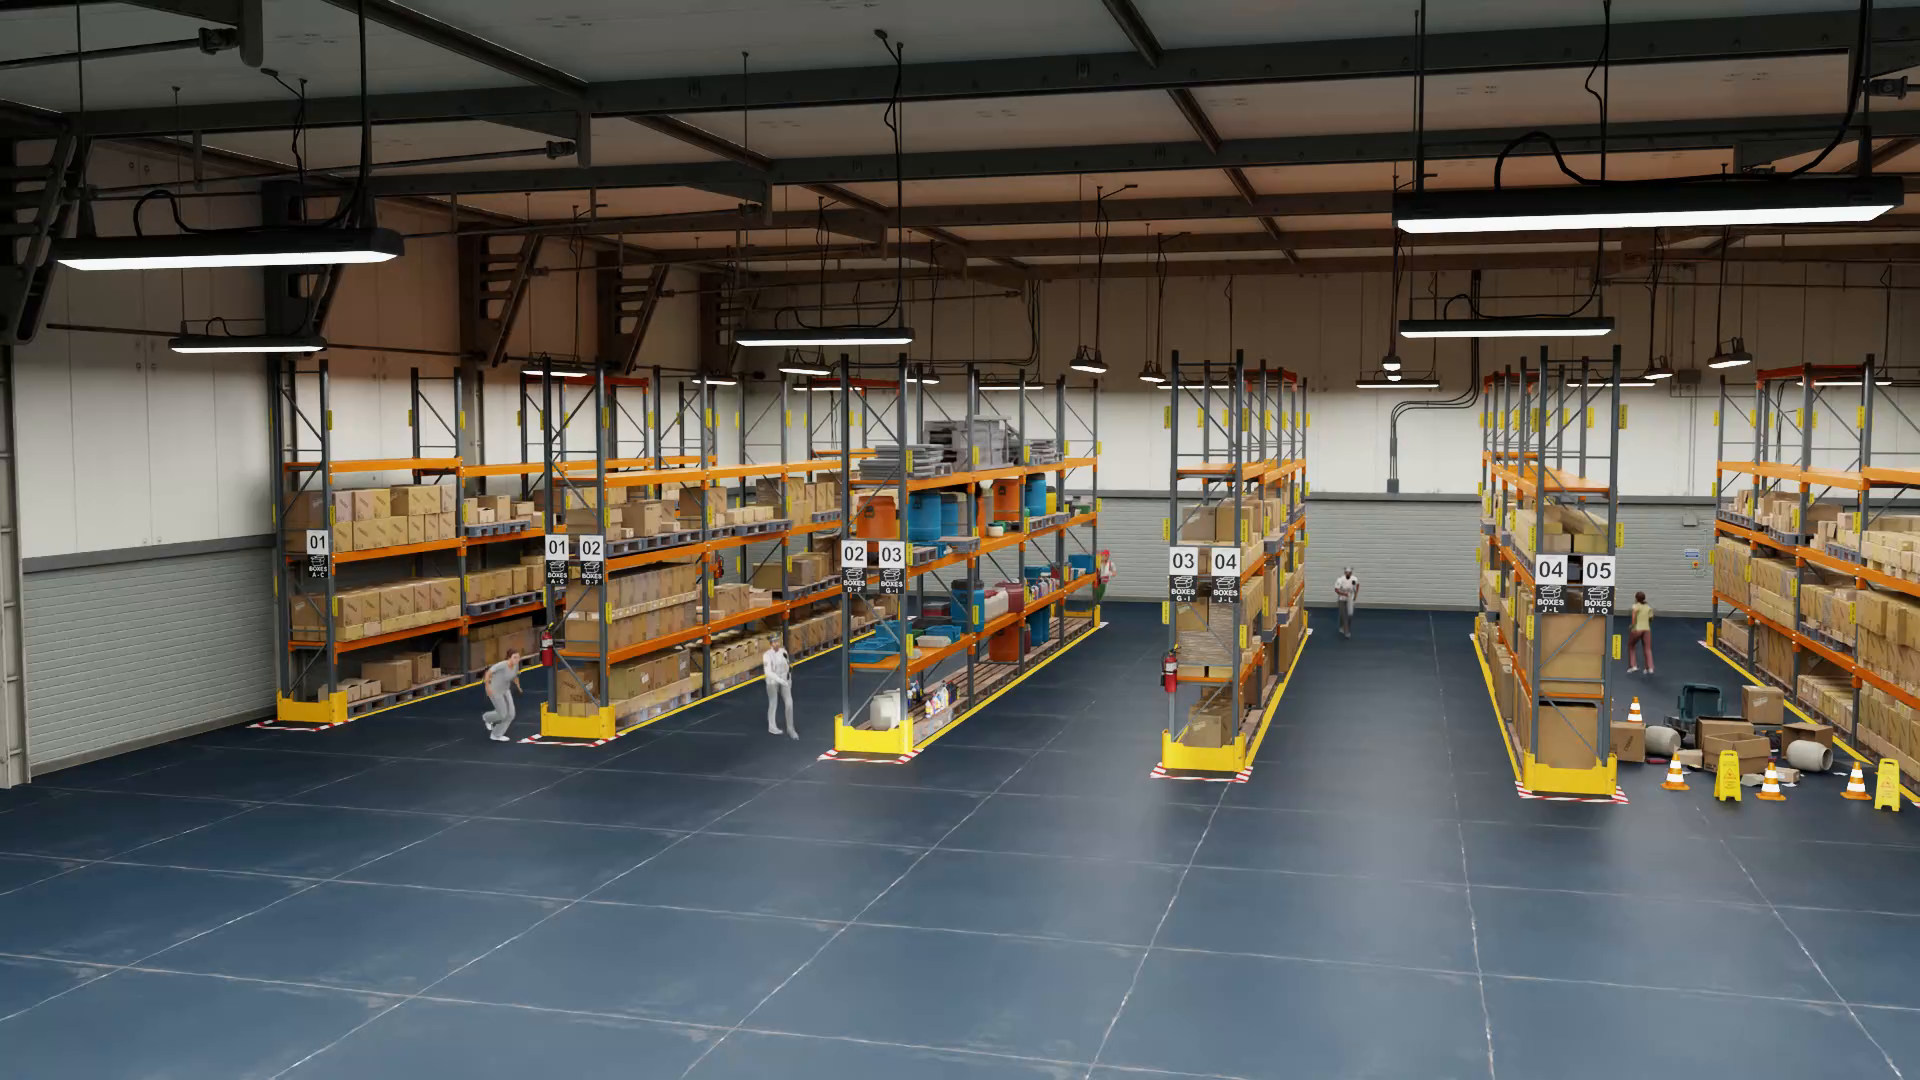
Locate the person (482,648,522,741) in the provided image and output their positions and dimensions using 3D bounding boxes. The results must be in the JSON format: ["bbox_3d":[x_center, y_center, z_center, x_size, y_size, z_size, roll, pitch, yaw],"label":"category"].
[{"bbox_3d":[-7.189,2.405,25.932,0.834,1.490,0.579,3,5,34],"label":"person"}]

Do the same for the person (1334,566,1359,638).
[{"bbox_3d":[8.976,1.421,38.649,0.601,1.694,0.883,0,4,3],"label":"person"}]

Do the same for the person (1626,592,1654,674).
[{"bbox_3d":[13.379,1.846,32.635,0.573,1.638,0.937,0,4,2],"label":"person"}]

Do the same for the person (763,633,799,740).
[{"bbox_3d":[-2.839,2.289,26.166,0.566,1.697,0.746,-3,5,-32],"label":"person"}]

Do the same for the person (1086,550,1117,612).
[{"bbox_3d":[3.605,1.083,42.921,0.860,1.664,0.717,-1,4,-17],"label":"person"}]
